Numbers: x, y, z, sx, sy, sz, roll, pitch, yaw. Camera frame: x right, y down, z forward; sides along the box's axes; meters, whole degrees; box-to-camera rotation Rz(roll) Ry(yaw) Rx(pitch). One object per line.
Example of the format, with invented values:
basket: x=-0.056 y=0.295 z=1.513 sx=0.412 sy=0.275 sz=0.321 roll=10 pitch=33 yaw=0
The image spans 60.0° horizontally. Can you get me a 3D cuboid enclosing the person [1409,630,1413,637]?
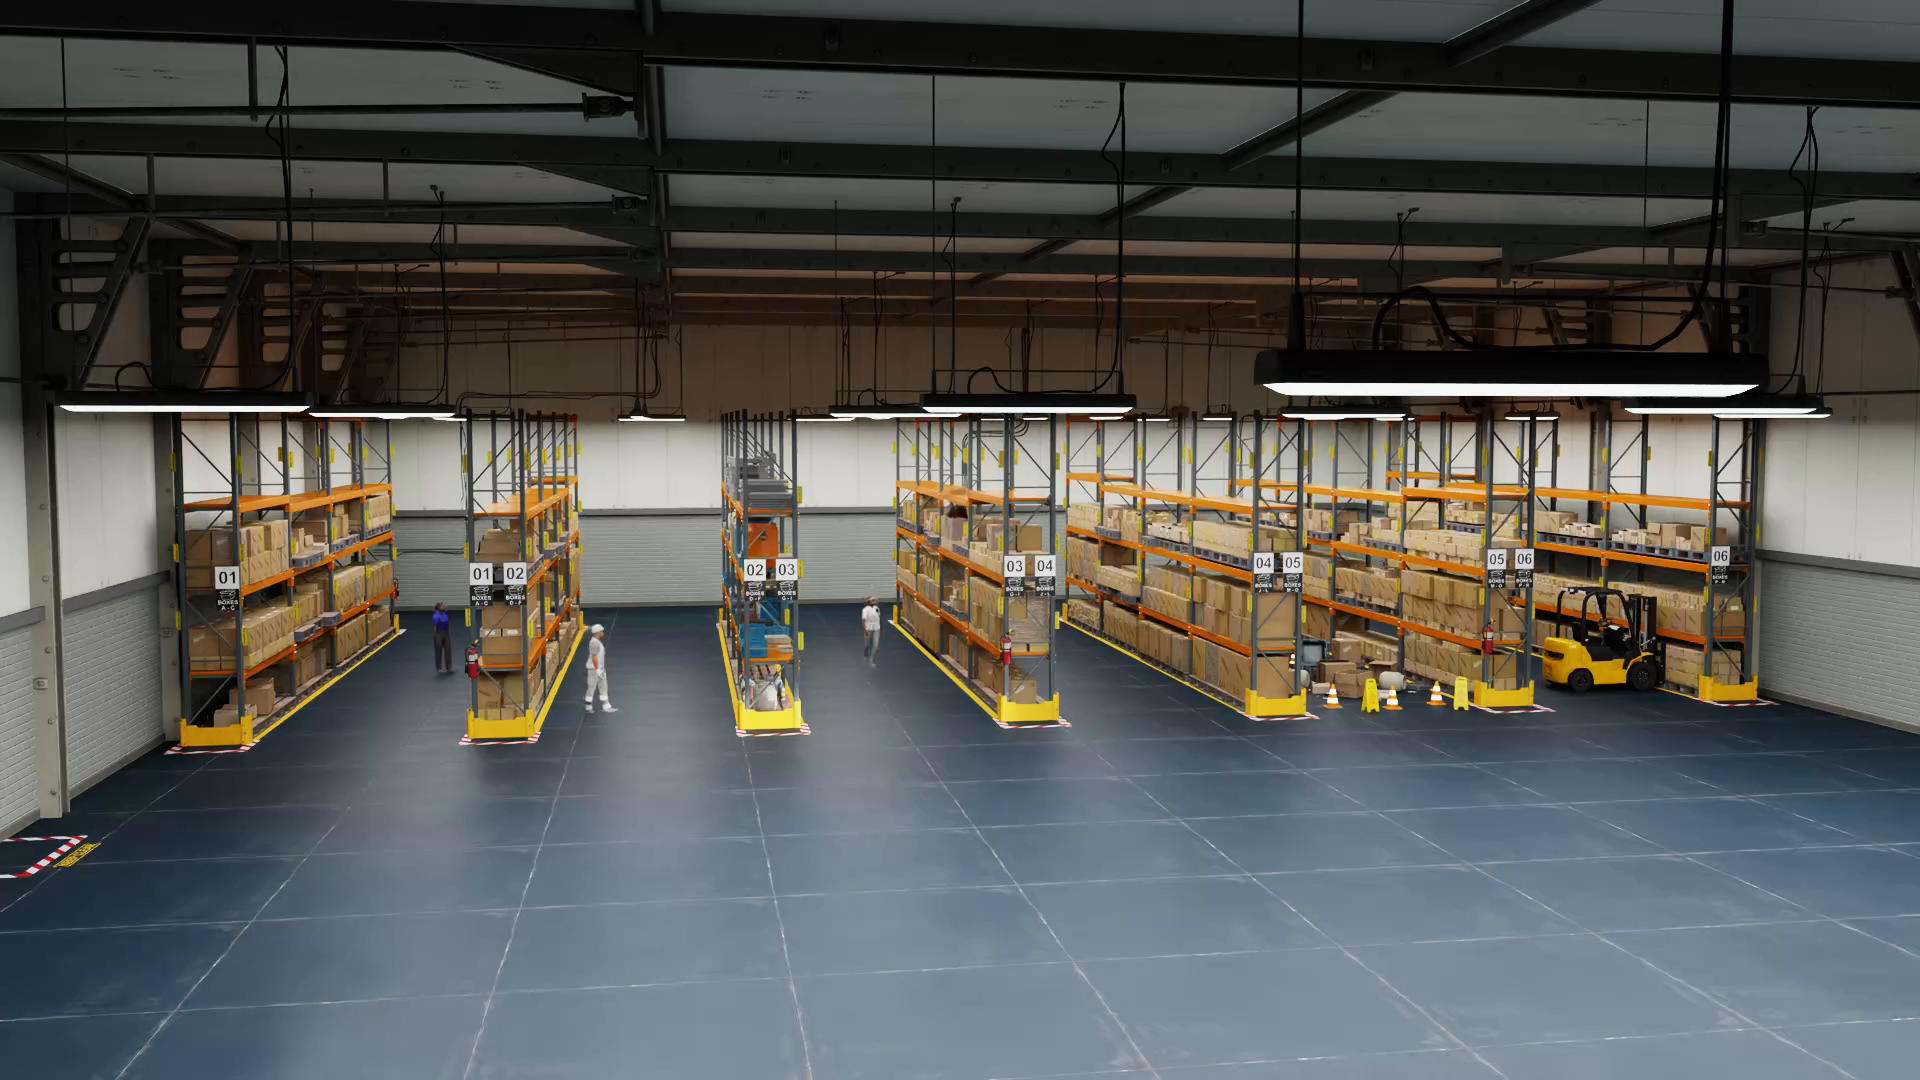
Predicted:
person: x=11.838 y=1.810 z=43.446 sx=0.502 sy=1.781 sz=0.606 roll=1 pitch=4 yaw=14

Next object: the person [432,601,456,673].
person: x=-11.907 y=2.237 z=38.250 sx=0.349 sy=1.659 sz=0.511 roll=3 pitch=5 yaw=36

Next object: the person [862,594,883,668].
person: x=-2.019 y=2.096 z=38.543 sx=0.561 sy=1.671 sz=0.676 roll=-2 pitch=4 yaw=-21

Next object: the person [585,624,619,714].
person: x=-7.124 y=2.550 z=32.825 sx=0.615 sy=1.780 sz=0.591 roll=1 pitch=4 yaw=10
